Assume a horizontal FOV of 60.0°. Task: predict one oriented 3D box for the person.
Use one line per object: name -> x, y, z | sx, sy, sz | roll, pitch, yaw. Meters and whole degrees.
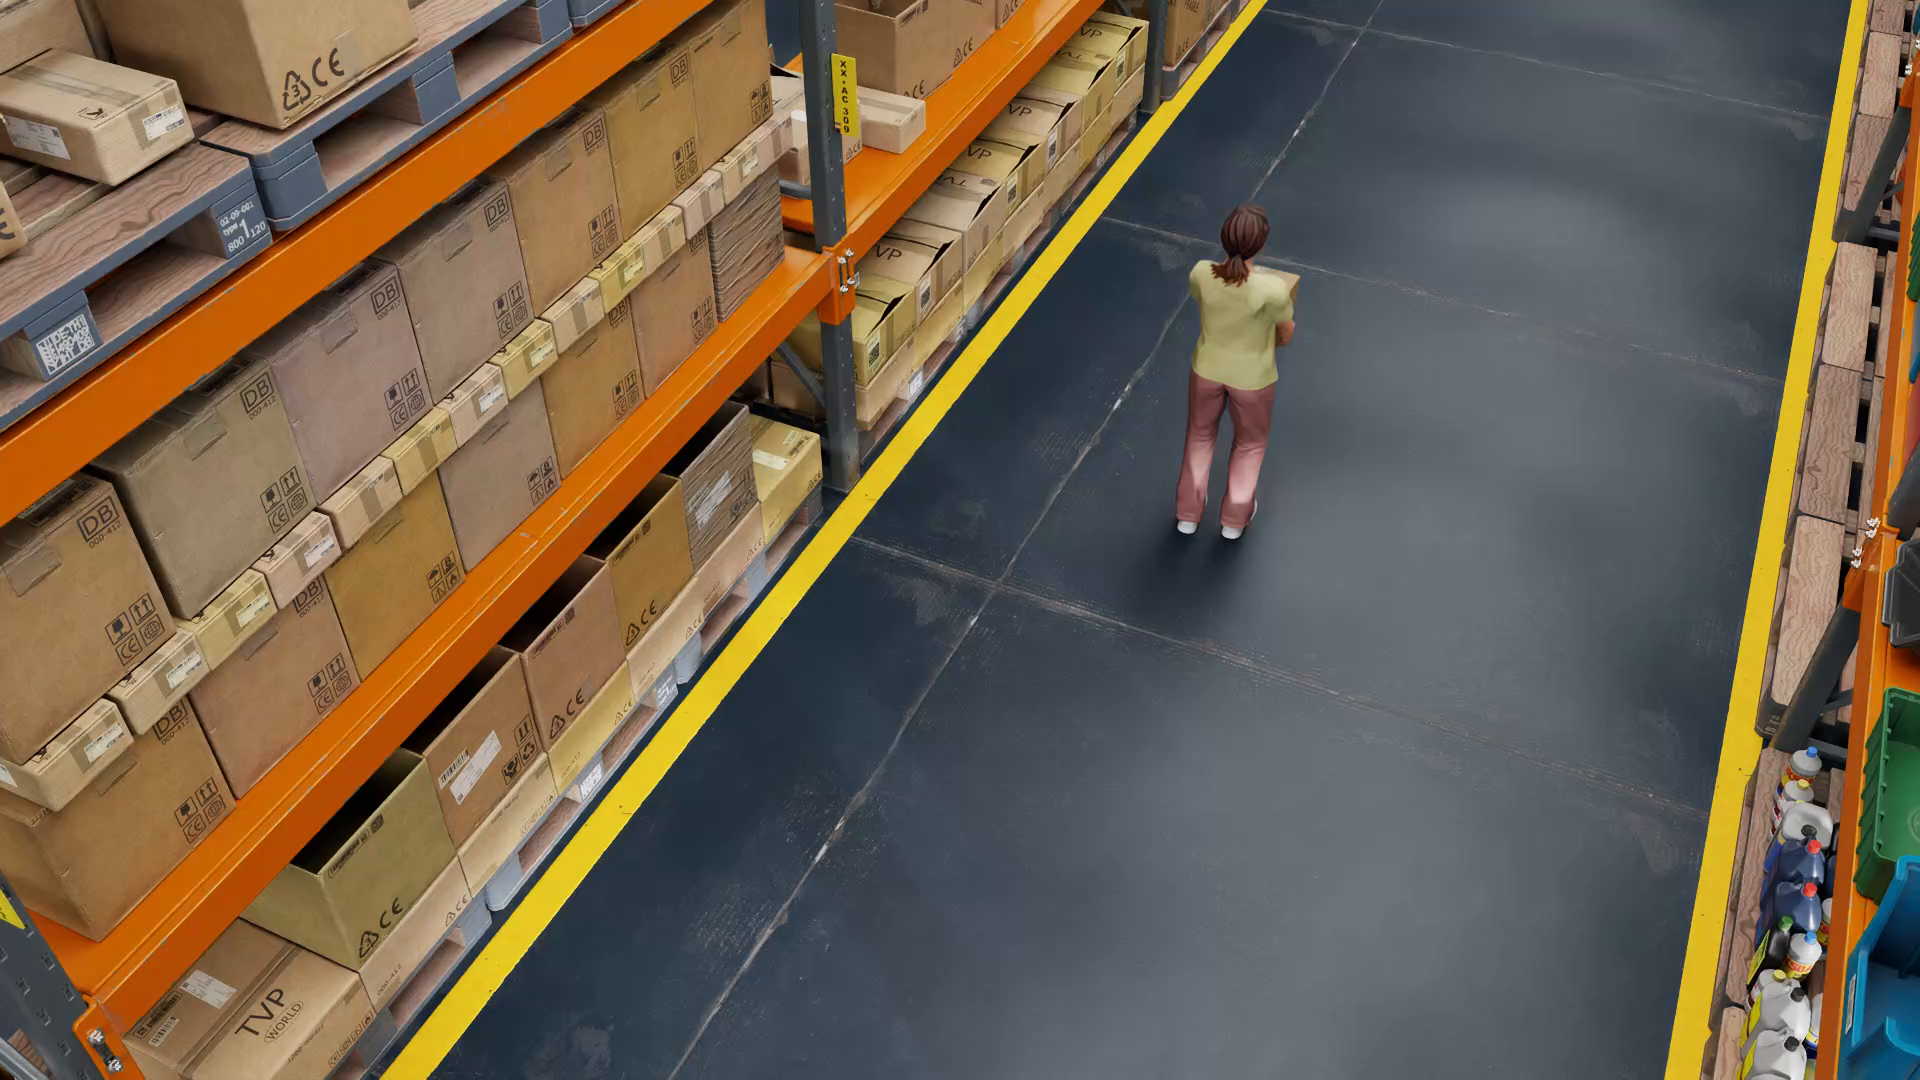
person -> 1.162, -0.723, 6.969 | 0.425, 1.665, 0.556 | 18, 45, 19
